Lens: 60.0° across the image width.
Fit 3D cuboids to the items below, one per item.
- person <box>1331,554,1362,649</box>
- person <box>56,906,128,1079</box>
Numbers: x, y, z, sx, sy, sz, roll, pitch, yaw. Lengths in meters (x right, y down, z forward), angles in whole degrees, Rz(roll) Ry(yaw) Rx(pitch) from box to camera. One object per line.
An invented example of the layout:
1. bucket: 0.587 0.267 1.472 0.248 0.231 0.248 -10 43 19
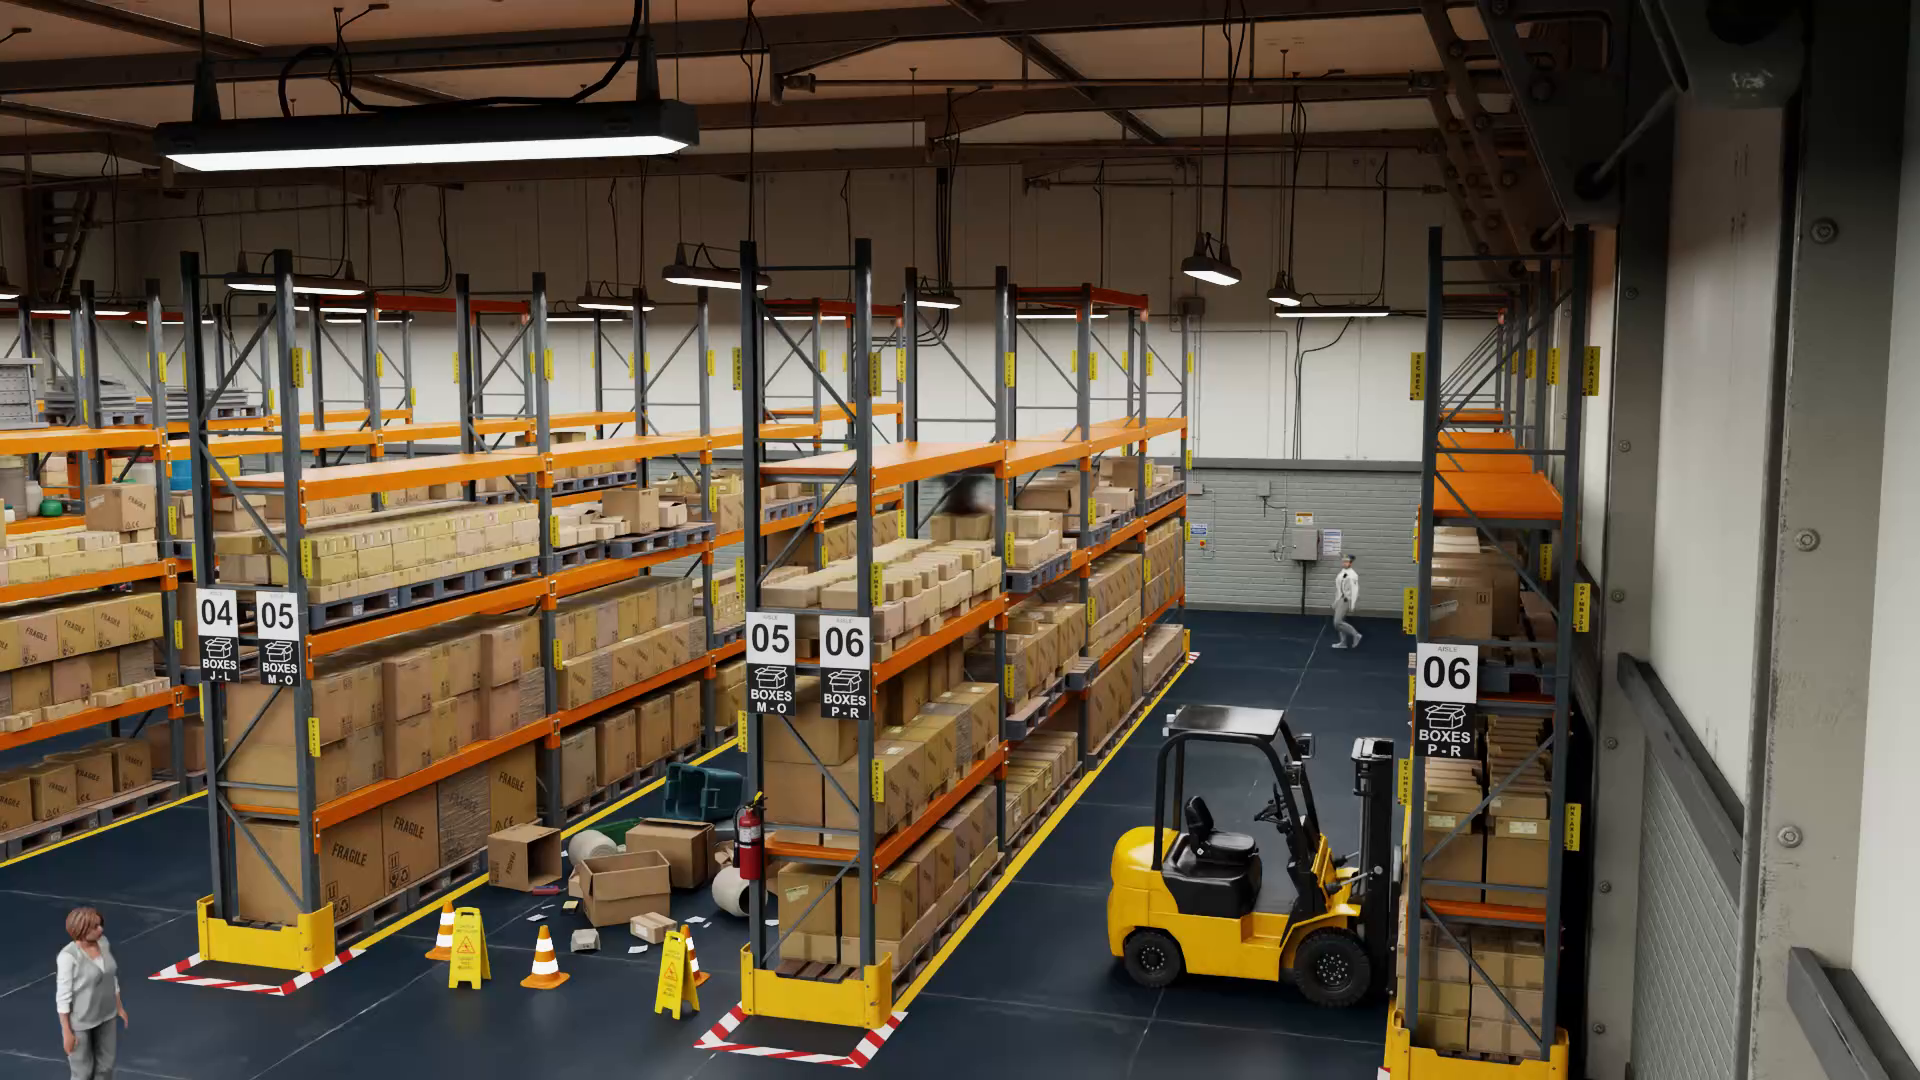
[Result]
1. person: 6.766 1.068 29.063 0.493 1.670 0.462 1 7 11
2. person: -5.696 3.159 10.871 0.341 1.601 0.435 2 7 21
